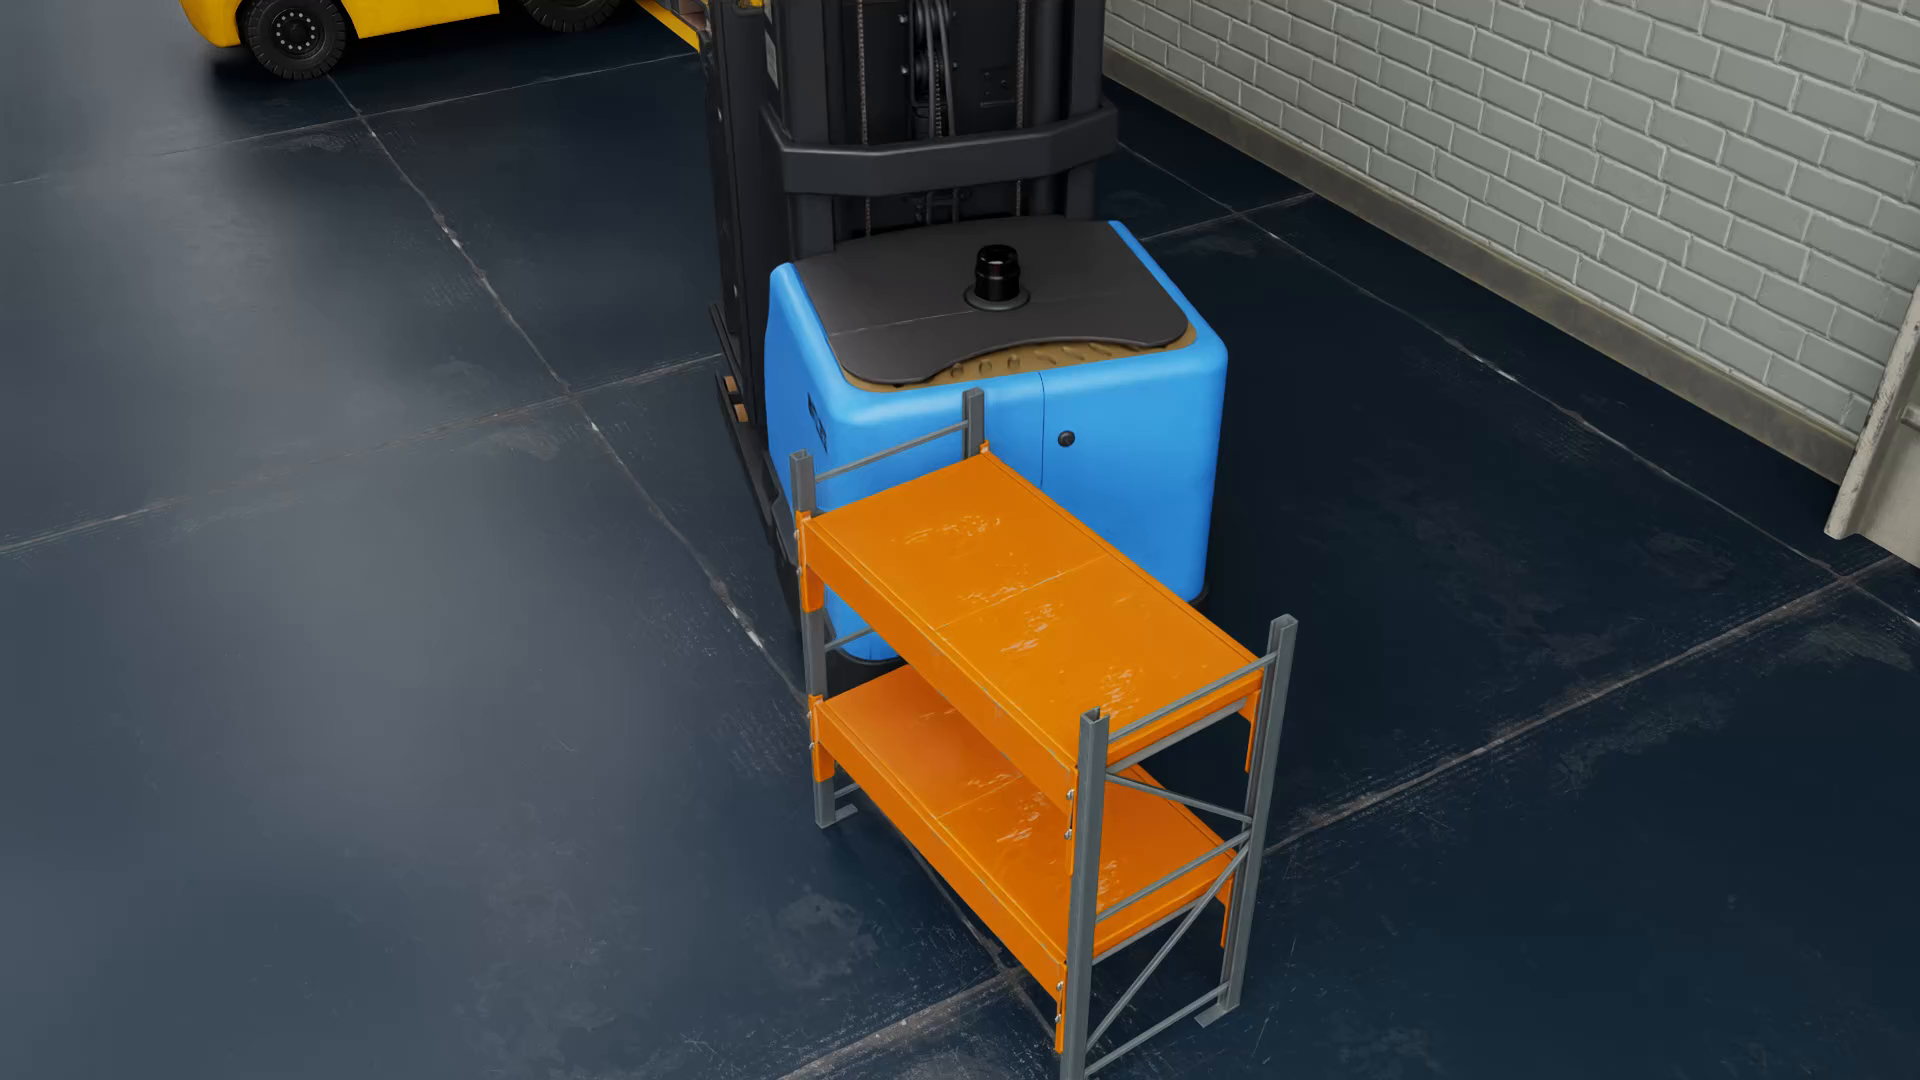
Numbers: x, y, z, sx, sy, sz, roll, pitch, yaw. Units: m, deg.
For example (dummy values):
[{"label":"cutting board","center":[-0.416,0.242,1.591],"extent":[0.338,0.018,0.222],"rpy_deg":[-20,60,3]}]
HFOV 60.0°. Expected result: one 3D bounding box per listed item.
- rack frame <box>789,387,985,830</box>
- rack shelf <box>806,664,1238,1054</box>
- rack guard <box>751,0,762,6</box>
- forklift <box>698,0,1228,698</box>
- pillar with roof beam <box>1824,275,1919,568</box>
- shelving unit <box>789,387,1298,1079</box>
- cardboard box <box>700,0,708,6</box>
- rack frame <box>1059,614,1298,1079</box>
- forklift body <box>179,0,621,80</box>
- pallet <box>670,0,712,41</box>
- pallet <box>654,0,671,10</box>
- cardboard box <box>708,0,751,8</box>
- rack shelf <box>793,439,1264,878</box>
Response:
[{"label":"rack frame","center":[-0.156,0.192,4.033],"extent":[0.500,1.125,0.032],"rpy_deg":[-22,42,-27]},{"label":"rack shelf","center":[0.134,0.636,3.840],"extent":[0.538,0.278,1.000],"rpy_deg":[-22,42,-27]},{"label":"rack guard","center":[-0.457,-2.600,8.386],"extent":[1.175,0.500,0.348],"rpy_deg":[-19,40,-24]},{"label":"forklift","center":[-0.220,-1.541,4.875],"extent":[1.130,2.935,3.031],"rpy_deg":[-10,37,-13]},{"label":"pillar with roof beam","center":[-0.748,-2.331,0.812],"extent":[9.100,9.000,0.400],"rpy_deg":[-19,40,-24]},{"label":"shelving unit","center":[0.134,0.439,3.696],"extent":[0.538,1.125,1.048],"rpy_deg":[-22,42,-27]},{"label":"cardboard box","center":[-1.220,-3.084,8.904],"extent":[0.500,0.250,0.500],"rpy_deg":[-19,40,-24]},{"label":"rack frame","center":[0.425,0.685,3.359],"extent":[0.500,1.125,0.032],"rpy_deg":[-22,42,-27]},{"label":"forklift body","center":[-2.999,-3.706,8.500],"extent":[2.313,2.155,1.214],"rpy_deg":[-19,40,-24]},{"label":"pallet","center":[-0.890,-2.873,9.005],"extent":[1.003,0.211,1.213],"rpy_deg":[-19,40,-24]},{"label":"pallet","center":[-1.499,-3.495,9.856],"extent":[1.003,0.211,1.213],"rpy_deg":[-19,40,-24]},{"label":"cardboard box","center":[-0.978,-2.827,8.553],"extent":[0.500,0.250,0.500],"rpy_deg":[-19,40,-24]},{"label":"rack shelf","center":[0.134,0.202,3.523],"extent":[0.538,0.278,1.000],"rpy_deg":[-22,42,-27]}]
